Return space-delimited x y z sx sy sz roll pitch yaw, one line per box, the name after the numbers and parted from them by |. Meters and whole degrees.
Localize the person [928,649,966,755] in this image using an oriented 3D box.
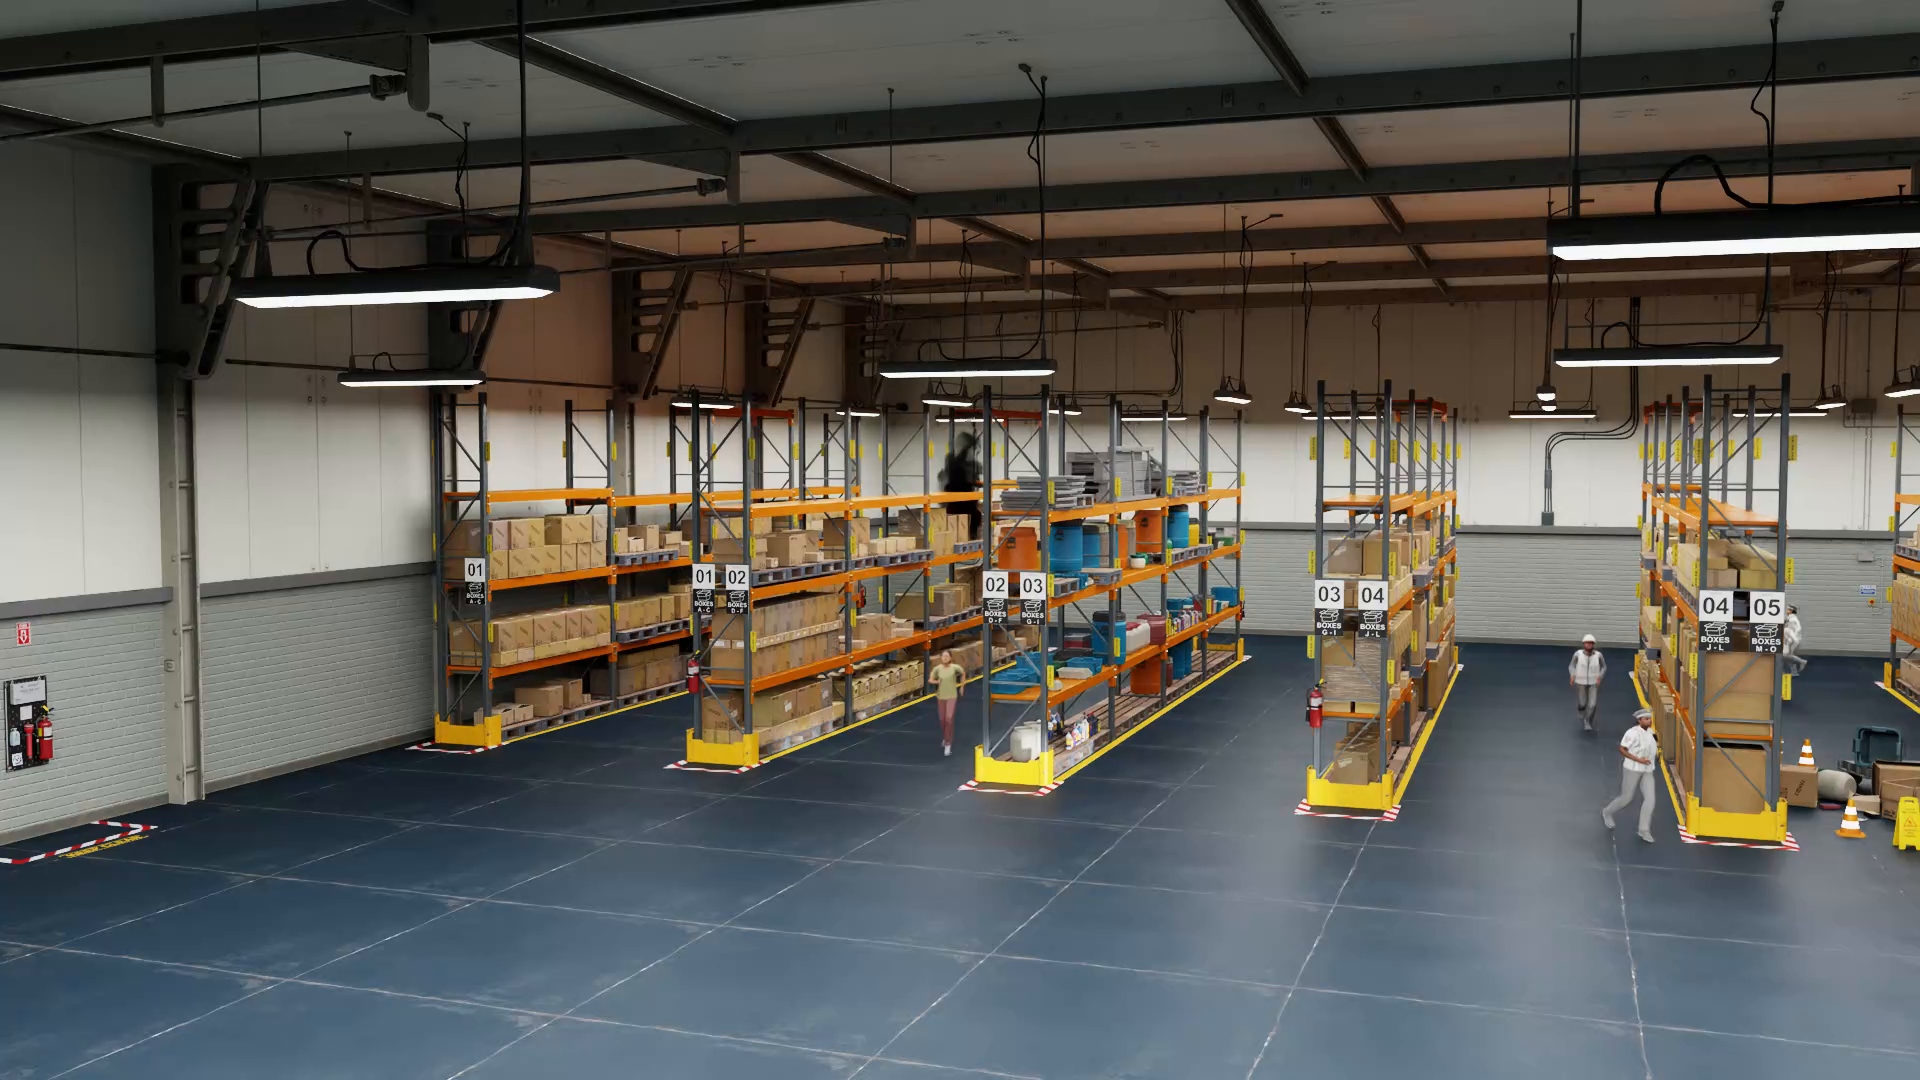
-0.226 2.674 27.782 0.576 1.720 0.831 1 3 12 | person

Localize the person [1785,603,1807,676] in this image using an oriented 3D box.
18.525 2.221 37.020 0.584 1.644 0.601 1 3 20 | person

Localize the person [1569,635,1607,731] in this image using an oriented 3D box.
11.304 2.555 29.940 0.647 1.724 0.613 1 3 20 | person

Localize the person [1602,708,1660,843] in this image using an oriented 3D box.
8.795 3.014 21.621 0.447 1.689 0.869 -1 3 -18 | person

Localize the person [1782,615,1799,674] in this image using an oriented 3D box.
16.690 2.335 33.871 0.613 1.672 0.921 1 3 9 | person
